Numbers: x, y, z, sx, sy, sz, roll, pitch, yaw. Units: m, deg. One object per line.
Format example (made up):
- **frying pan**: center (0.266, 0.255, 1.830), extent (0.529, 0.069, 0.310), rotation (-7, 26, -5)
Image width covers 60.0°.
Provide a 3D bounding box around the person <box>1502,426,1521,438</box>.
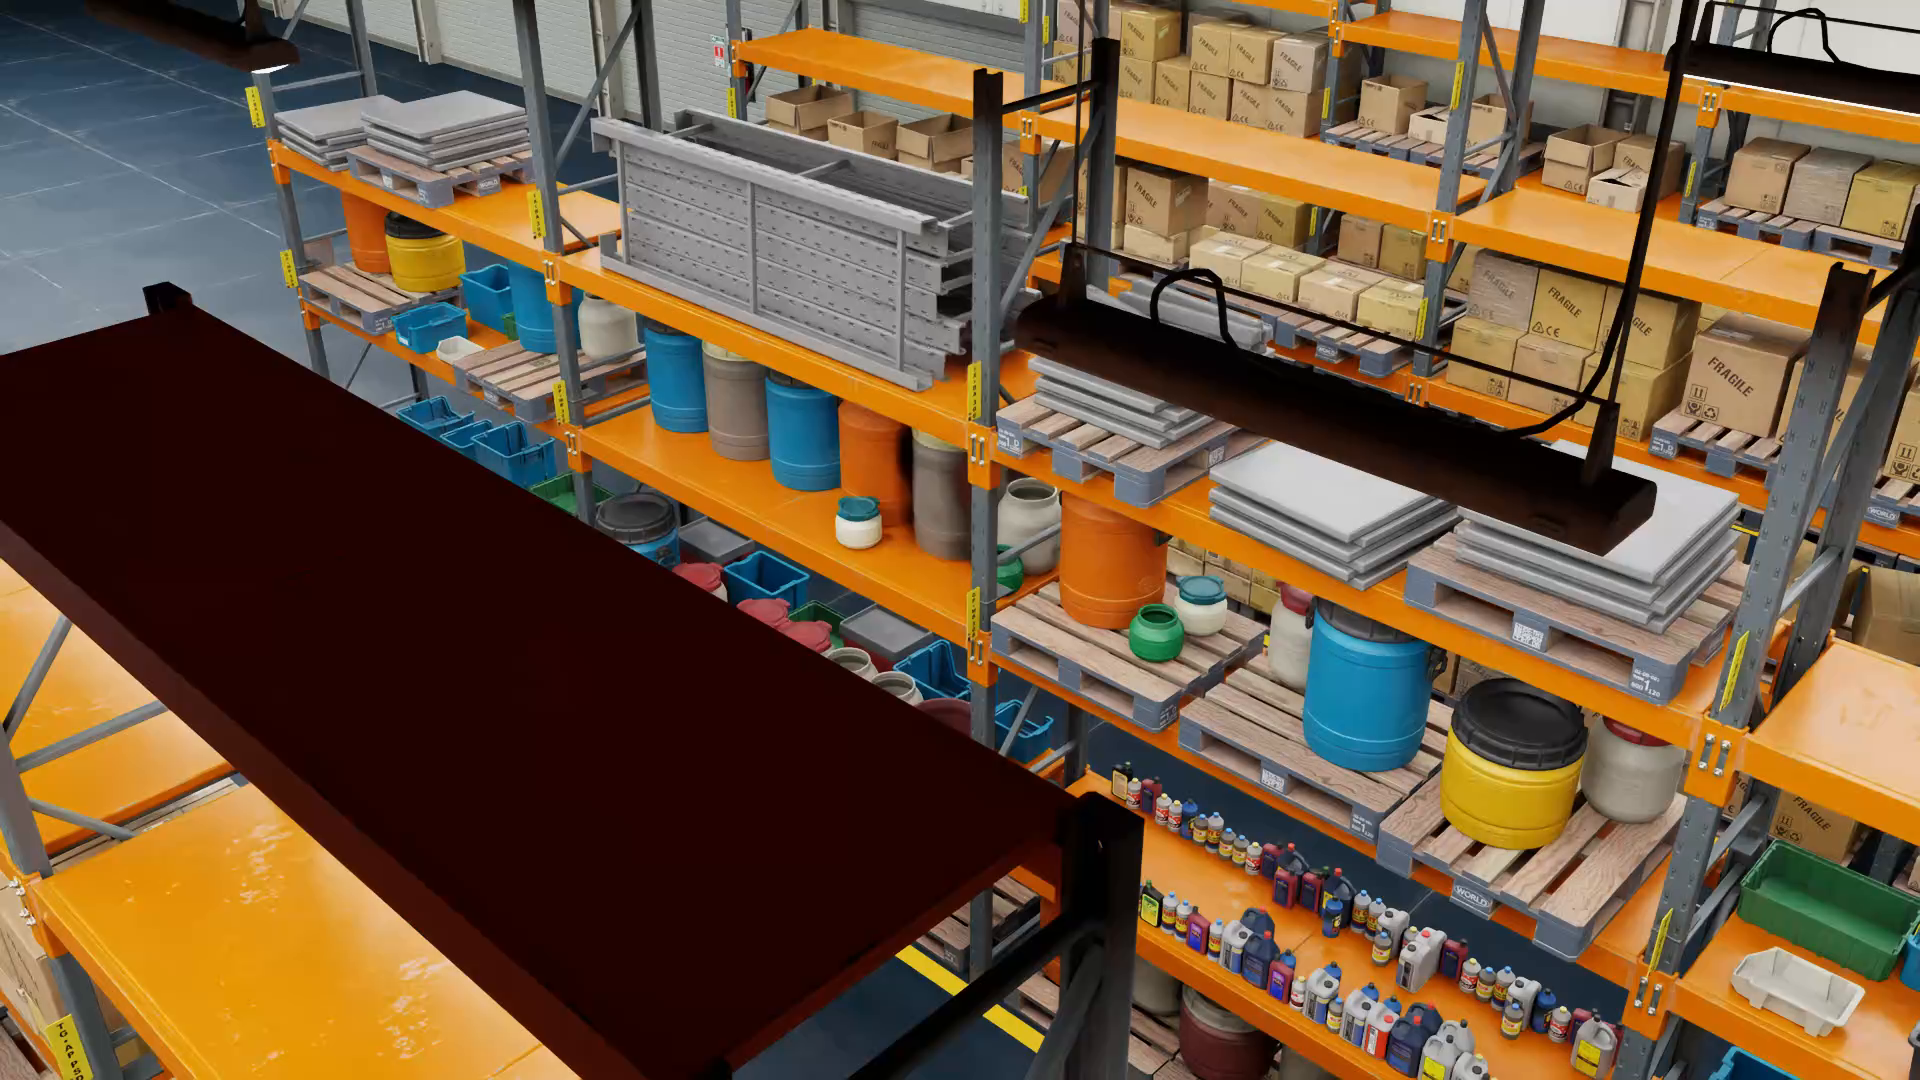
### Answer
- **person**: center (4.846, -0.316, 15.017), extent (0.441, 1.821, 0.617), rotation (-1, 29, -2)
